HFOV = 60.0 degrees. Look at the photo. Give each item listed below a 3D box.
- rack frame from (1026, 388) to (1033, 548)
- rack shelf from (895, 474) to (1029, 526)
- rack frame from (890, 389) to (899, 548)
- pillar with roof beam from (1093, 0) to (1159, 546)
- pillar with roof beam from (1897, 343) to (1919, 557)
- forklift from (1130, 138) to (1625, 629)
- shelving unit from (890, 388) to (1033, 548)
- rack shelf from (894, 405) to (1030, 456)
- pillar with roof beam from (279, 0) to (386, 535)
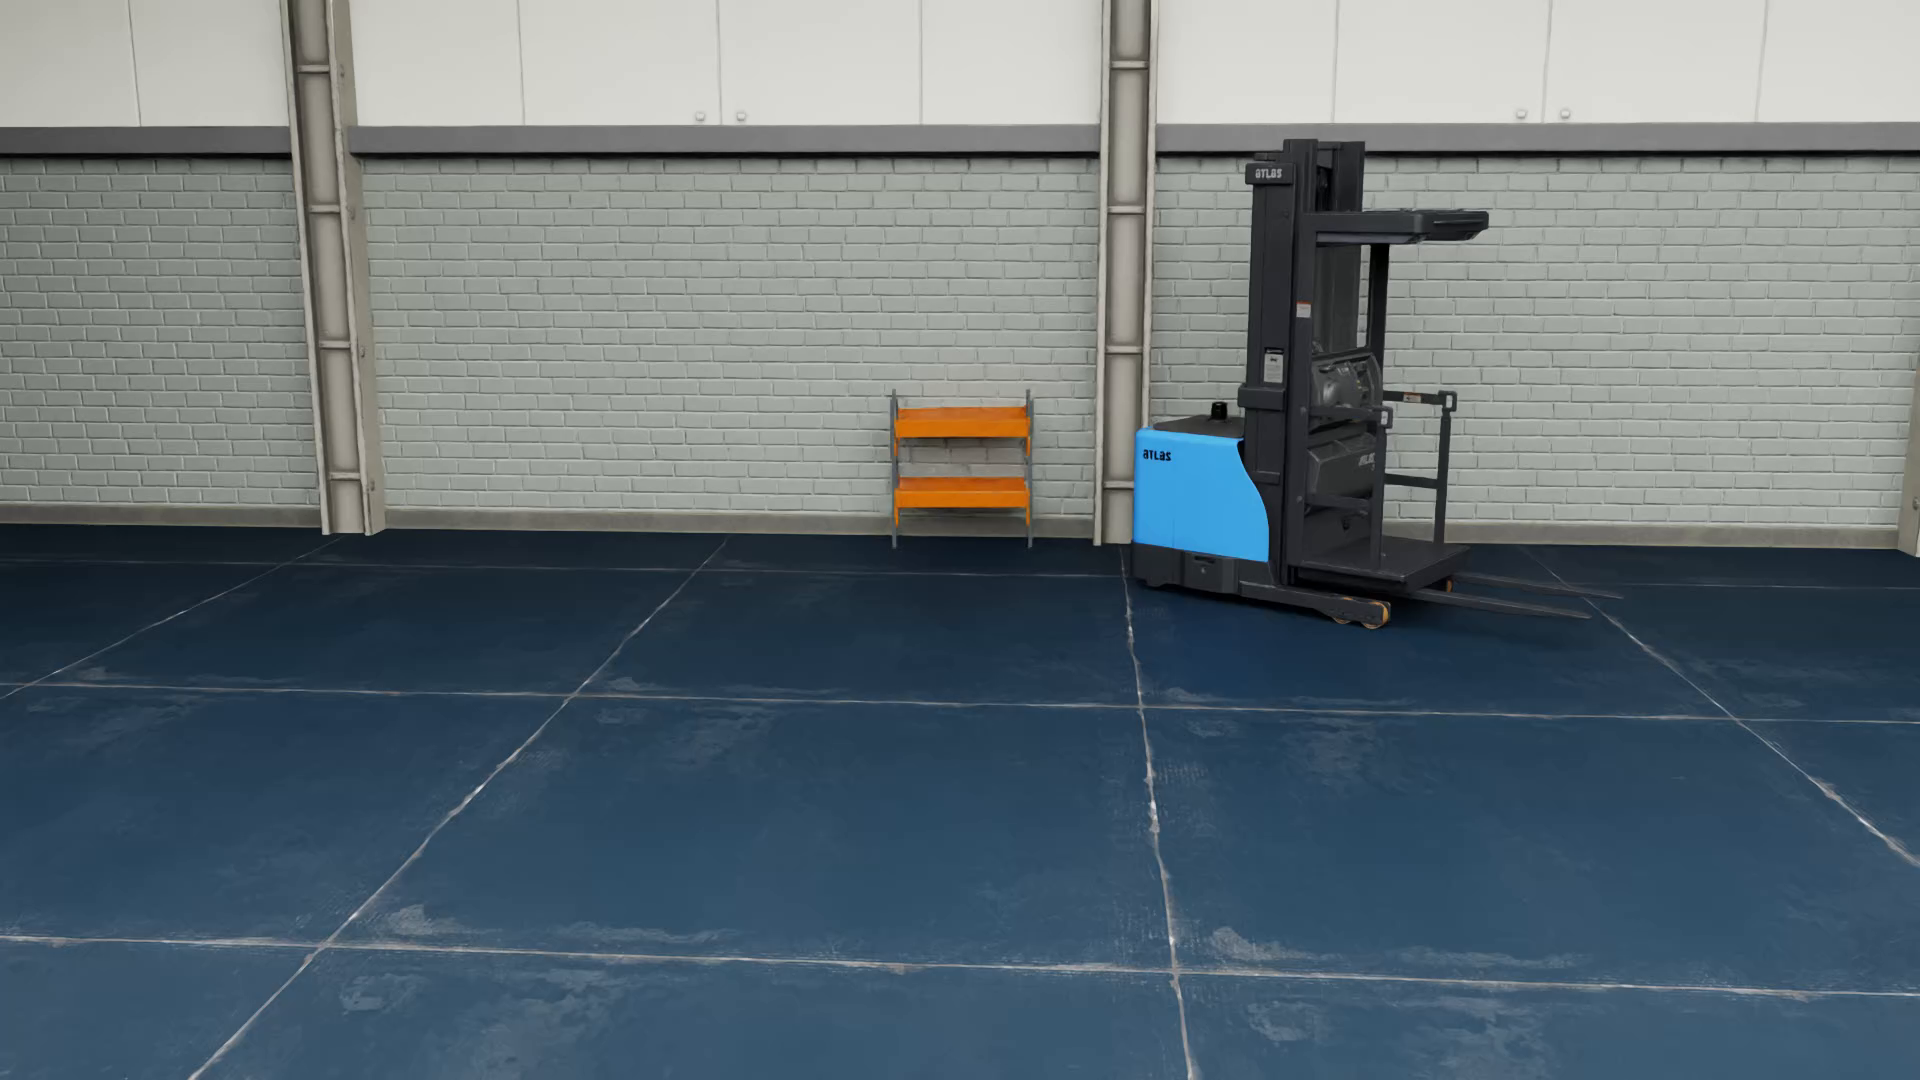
[{"bbox_3d":[0.524,-0.546,12.559,0.032,1.125,0.500,0,15,0],"label":"rack frame"},{"bbox_3d":[0.016,-0.308,12.623,1.000,0.278,0.538,0,15,0],"label":"rack shelf"},{"bbox_3d":[-0.493,-0.543,12.558,0.032,1.125,0.500,0,15,0],"label":"rack frame"},{"bbox_3d":[0.931,-3.513,7.583,0.400,9.000,9.100,1,12,4],"label":"pillar with roof beam"},{"bbox_3d":[6.918,-3.431,7.191,0.400,9.000,9.100,1,12,4],"label":"pillar with roof beam"},{"bbox_3d":[2.623,-1.013,10.454,3.031,2.935,1.130,9,15,37],"label":"forklift"},{"bbox_3d":[0.015,-0.544,12.559,1.048,1.125,0.538,0,15,0],"label":"shelving unit"},{"bbox_3d":[0.014,-0.826,12.481,1.000,0.278,0.538,0,15,0],"label":"rack shelf"},{"bbox_3d":[-5.056,-3.595,7.975,0.400,9.000,9.100,1,12,4],"label":"pillar with roof beam"}]
